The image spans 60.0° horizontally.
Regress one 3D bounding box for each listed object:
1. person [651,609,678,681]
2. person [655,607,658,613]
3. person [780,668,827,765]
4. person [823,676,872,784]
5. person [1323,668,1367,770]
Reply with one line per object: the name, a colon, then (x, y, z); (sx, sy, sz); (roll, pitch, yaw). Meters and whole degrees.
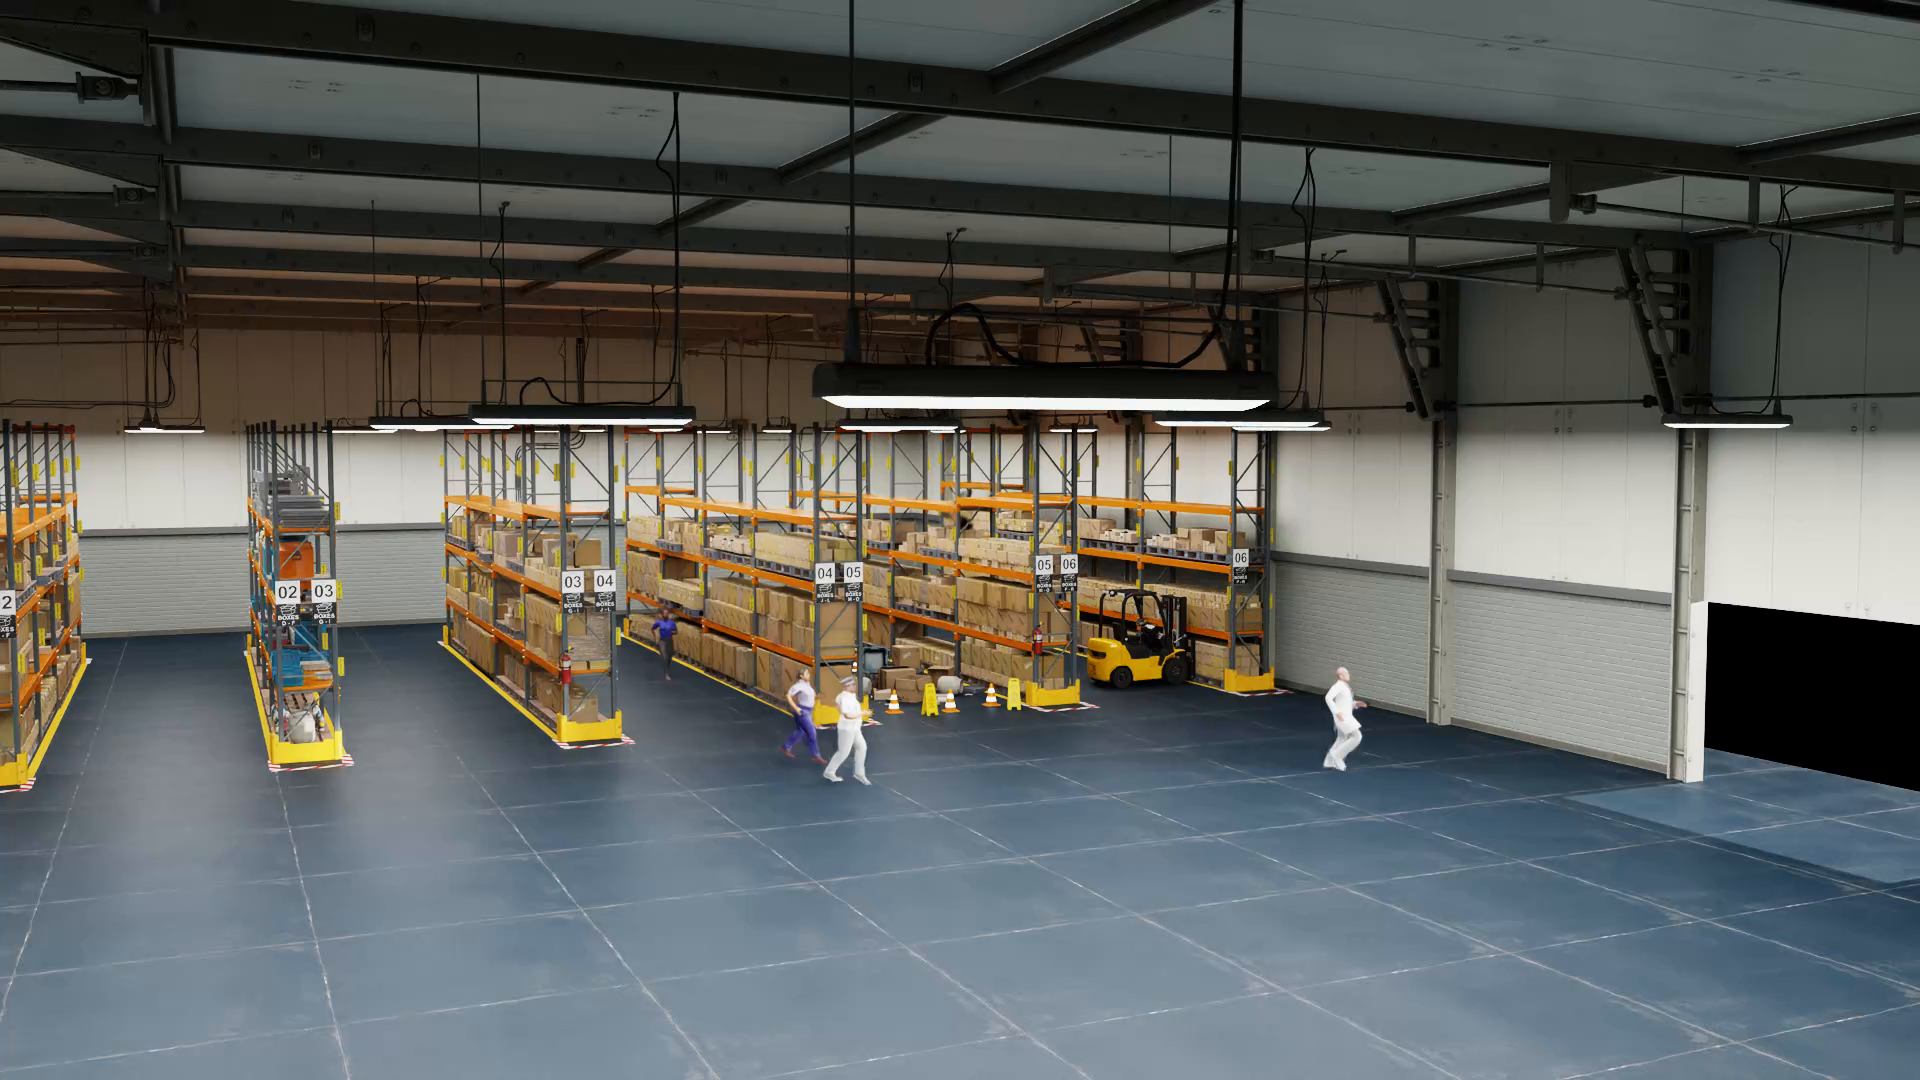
person: (-6.911, 2.437, 38.996); (0.557, 1.644, 0.931); (-2, 4, -27)
person: (-8.746, 1.805, 49.025); (0.607, 1.697, 0.737); (1, 4, 15)
person: (-2.734, 3.066, 29.094); (0.877, 1.671, 0.594); (1, 4, 9)
person: (-1.841, 3.141, 27.263); (0.819, 1.852, 0.643); (0, 4, 5)
person: (6.591, 3.058, 28.444); (0.712, 1.747, 0.685); (1, 4, 16)
